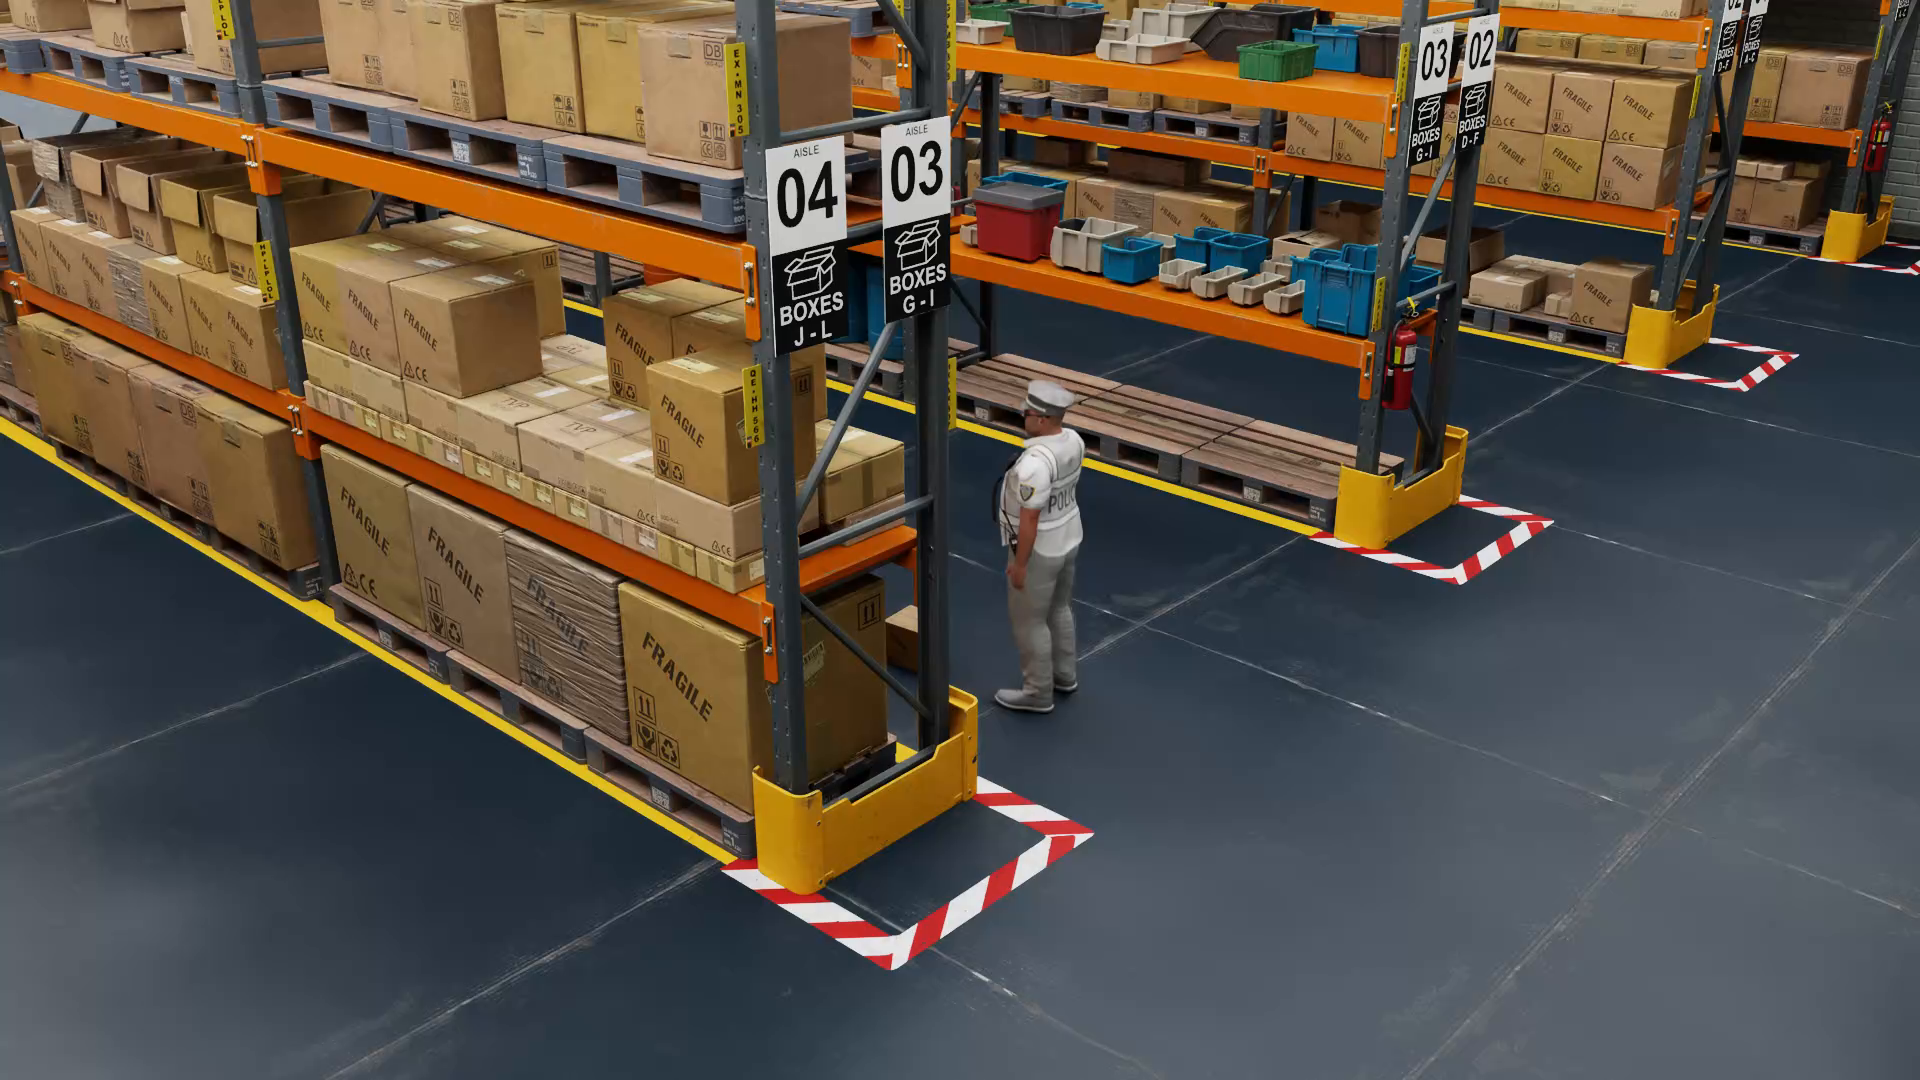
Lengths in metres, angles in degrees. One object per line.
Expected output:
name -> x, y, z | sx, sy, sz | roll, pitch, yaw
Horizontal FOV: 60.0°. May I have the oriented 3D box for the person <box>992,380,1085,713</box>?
person -> 0.401, 0.033, 8.505 | 0.395, 1.771, 0.526 | 12, 27, 26
